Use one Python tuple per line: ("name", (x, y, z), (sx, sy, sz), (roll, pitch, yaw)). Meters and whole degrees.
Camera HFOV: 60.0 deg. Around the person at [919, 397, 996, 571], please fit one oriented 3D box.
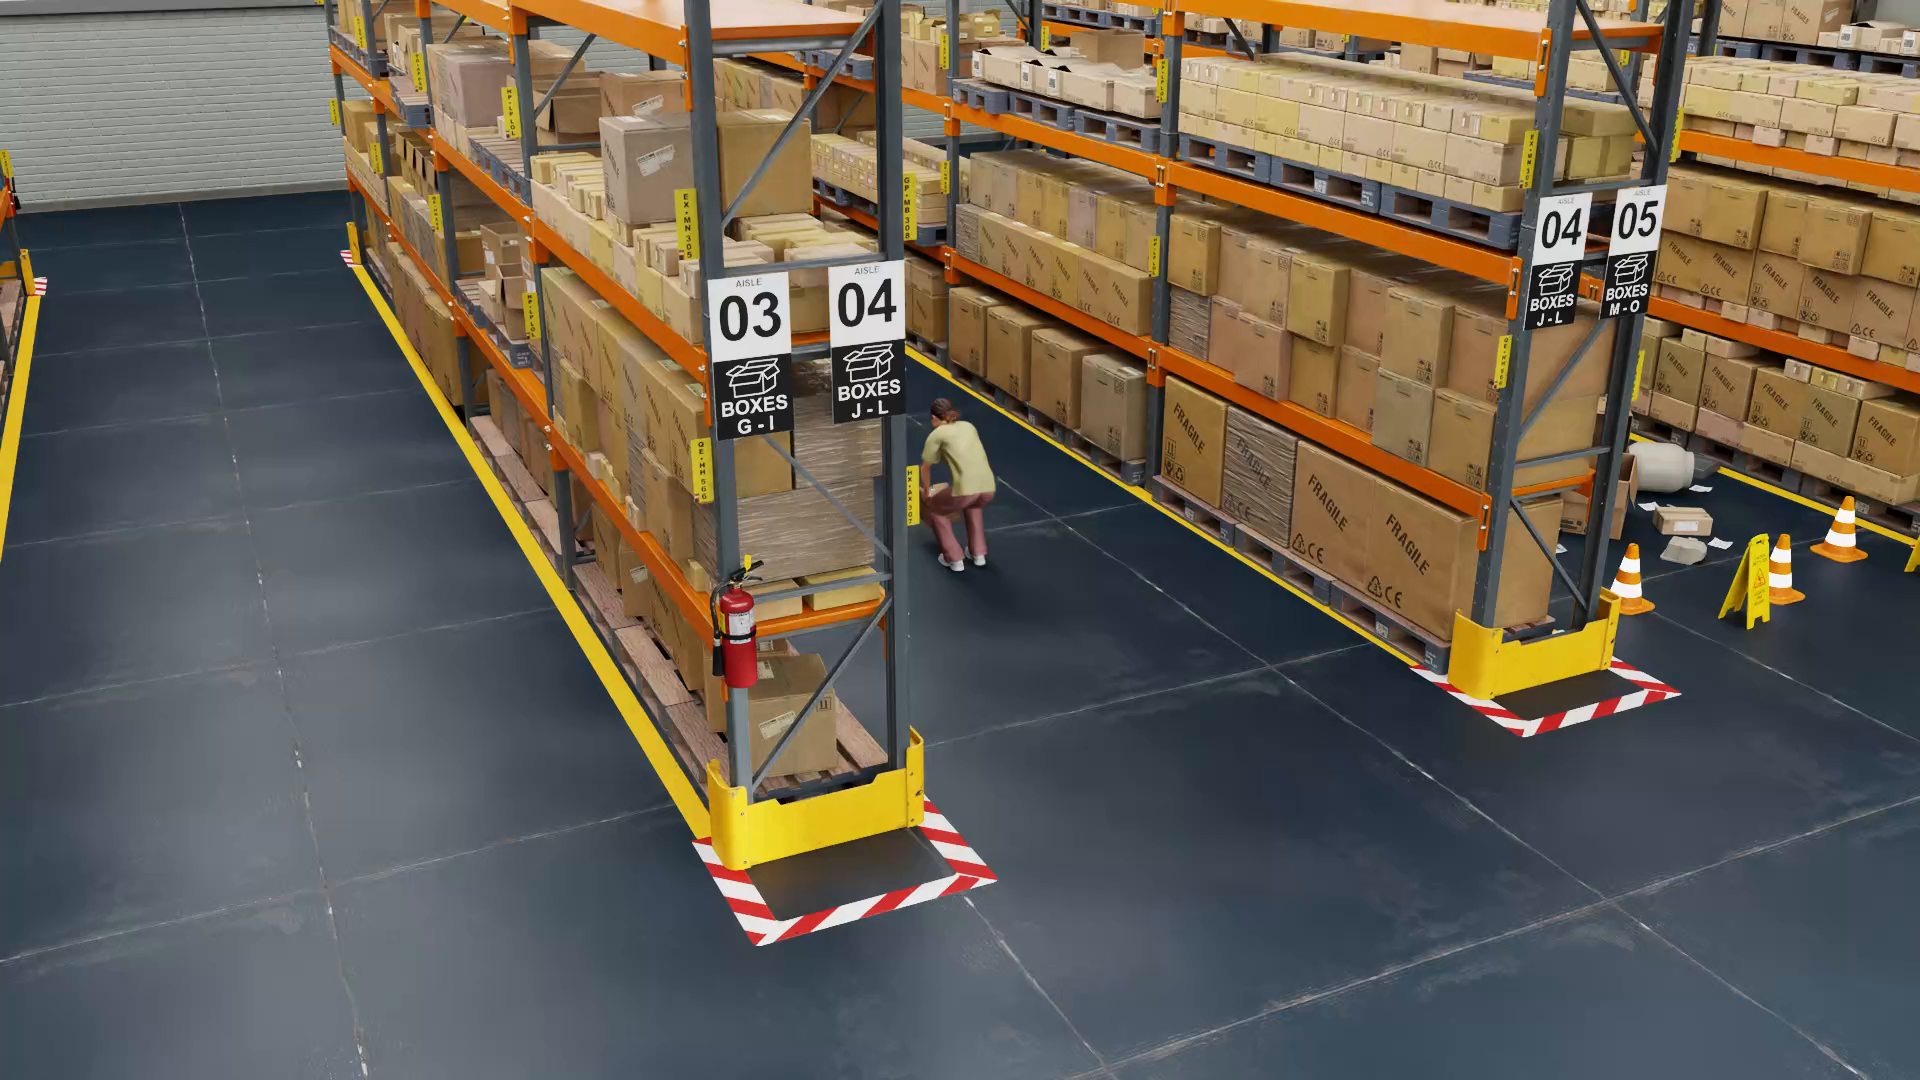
("person", (-0.030, -0.412, 12.580), (0.511, 1.250, 0.704), (-10, 24, -24))
